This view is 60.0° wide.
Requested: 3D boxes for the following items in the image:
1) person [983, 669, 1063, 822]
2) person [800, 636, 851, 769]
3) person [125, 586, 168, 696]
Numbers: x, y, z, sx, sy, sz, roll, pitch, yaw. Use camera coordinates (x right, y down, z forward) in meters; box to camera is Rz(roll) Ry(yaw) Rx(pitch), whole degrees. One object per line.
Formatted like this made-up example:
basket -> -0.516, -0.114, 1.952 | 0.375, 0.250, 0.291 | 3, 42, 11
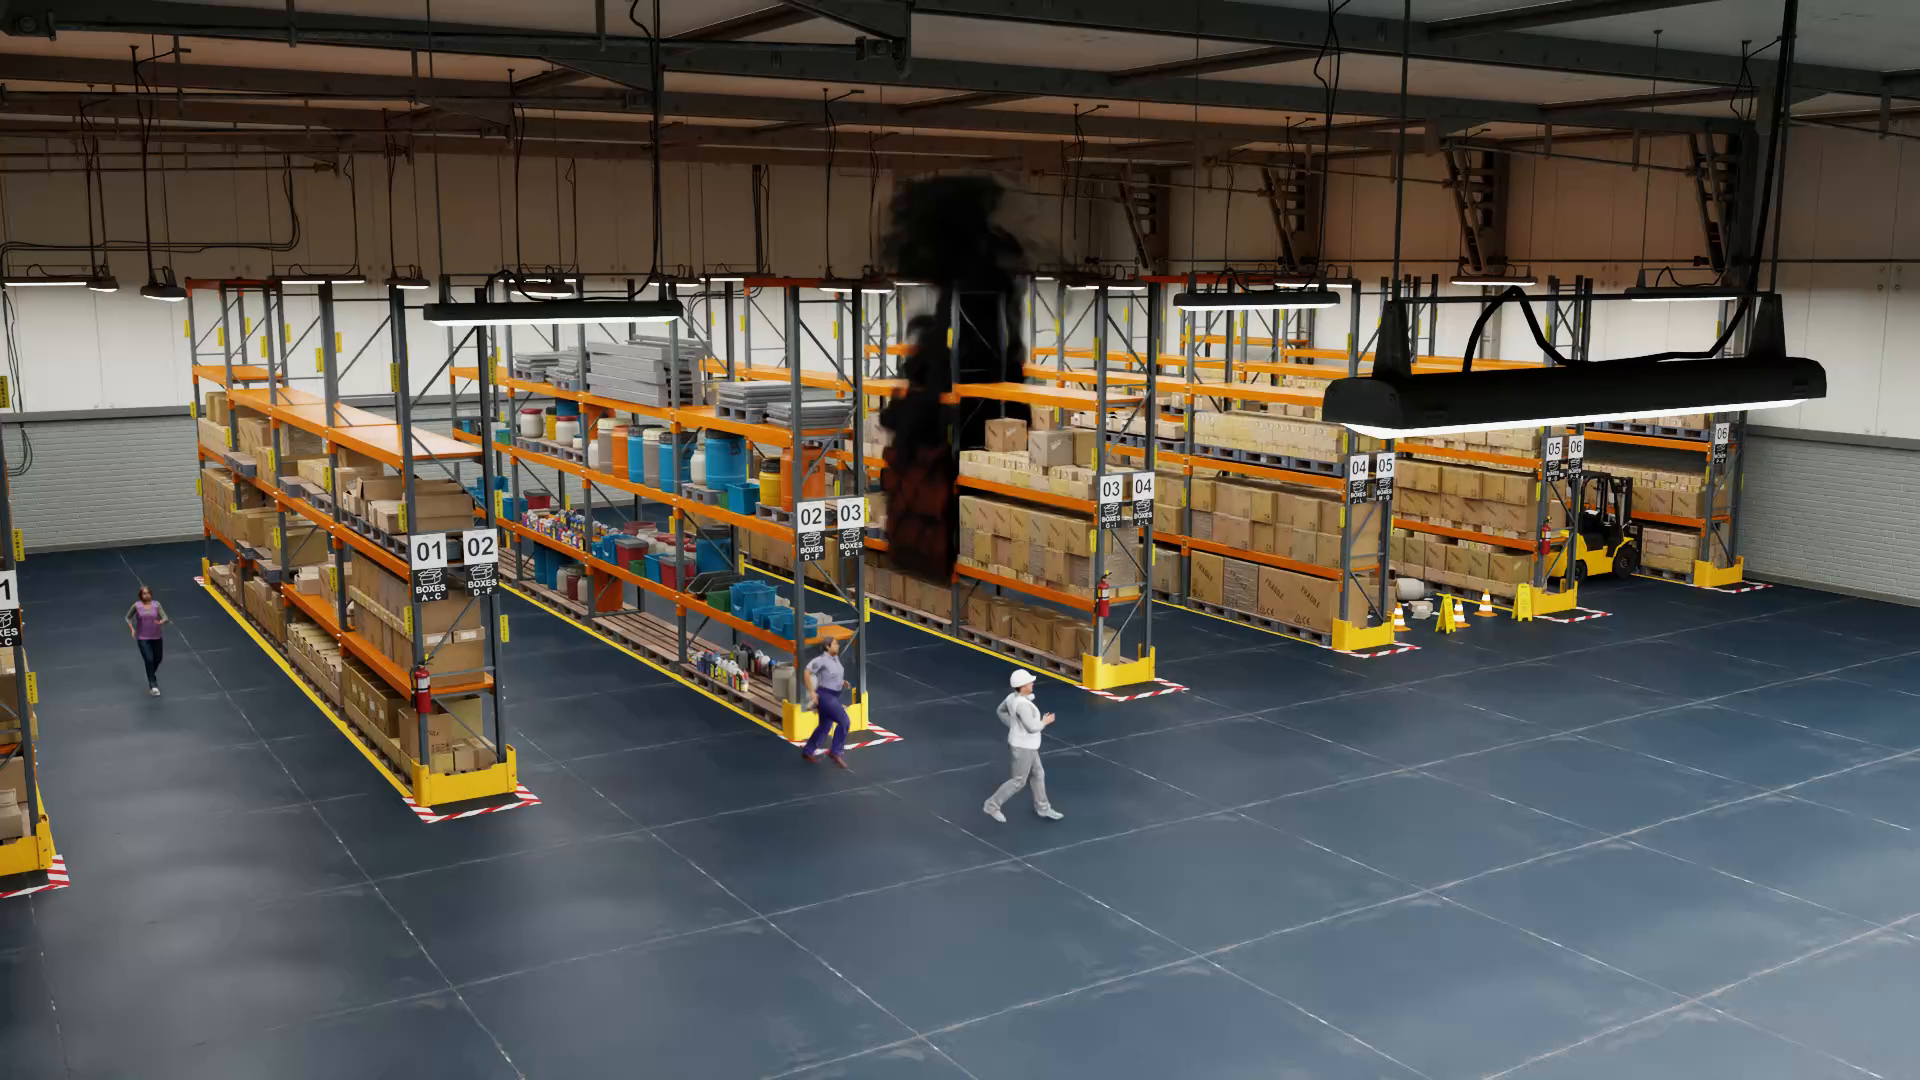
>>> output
person -> 0.717, 2.321, 18.728 | 0.952, 1.772, 0.650 | -1, 10, -8
person -> -1.664, 2.029, 21.046 | 0.677, 1.624, 0.613 | 2, 10, 13
person -> -11.966, 1.451, 24.526 | 0.543, 1.575, 0.878 | -7, 12, -37
